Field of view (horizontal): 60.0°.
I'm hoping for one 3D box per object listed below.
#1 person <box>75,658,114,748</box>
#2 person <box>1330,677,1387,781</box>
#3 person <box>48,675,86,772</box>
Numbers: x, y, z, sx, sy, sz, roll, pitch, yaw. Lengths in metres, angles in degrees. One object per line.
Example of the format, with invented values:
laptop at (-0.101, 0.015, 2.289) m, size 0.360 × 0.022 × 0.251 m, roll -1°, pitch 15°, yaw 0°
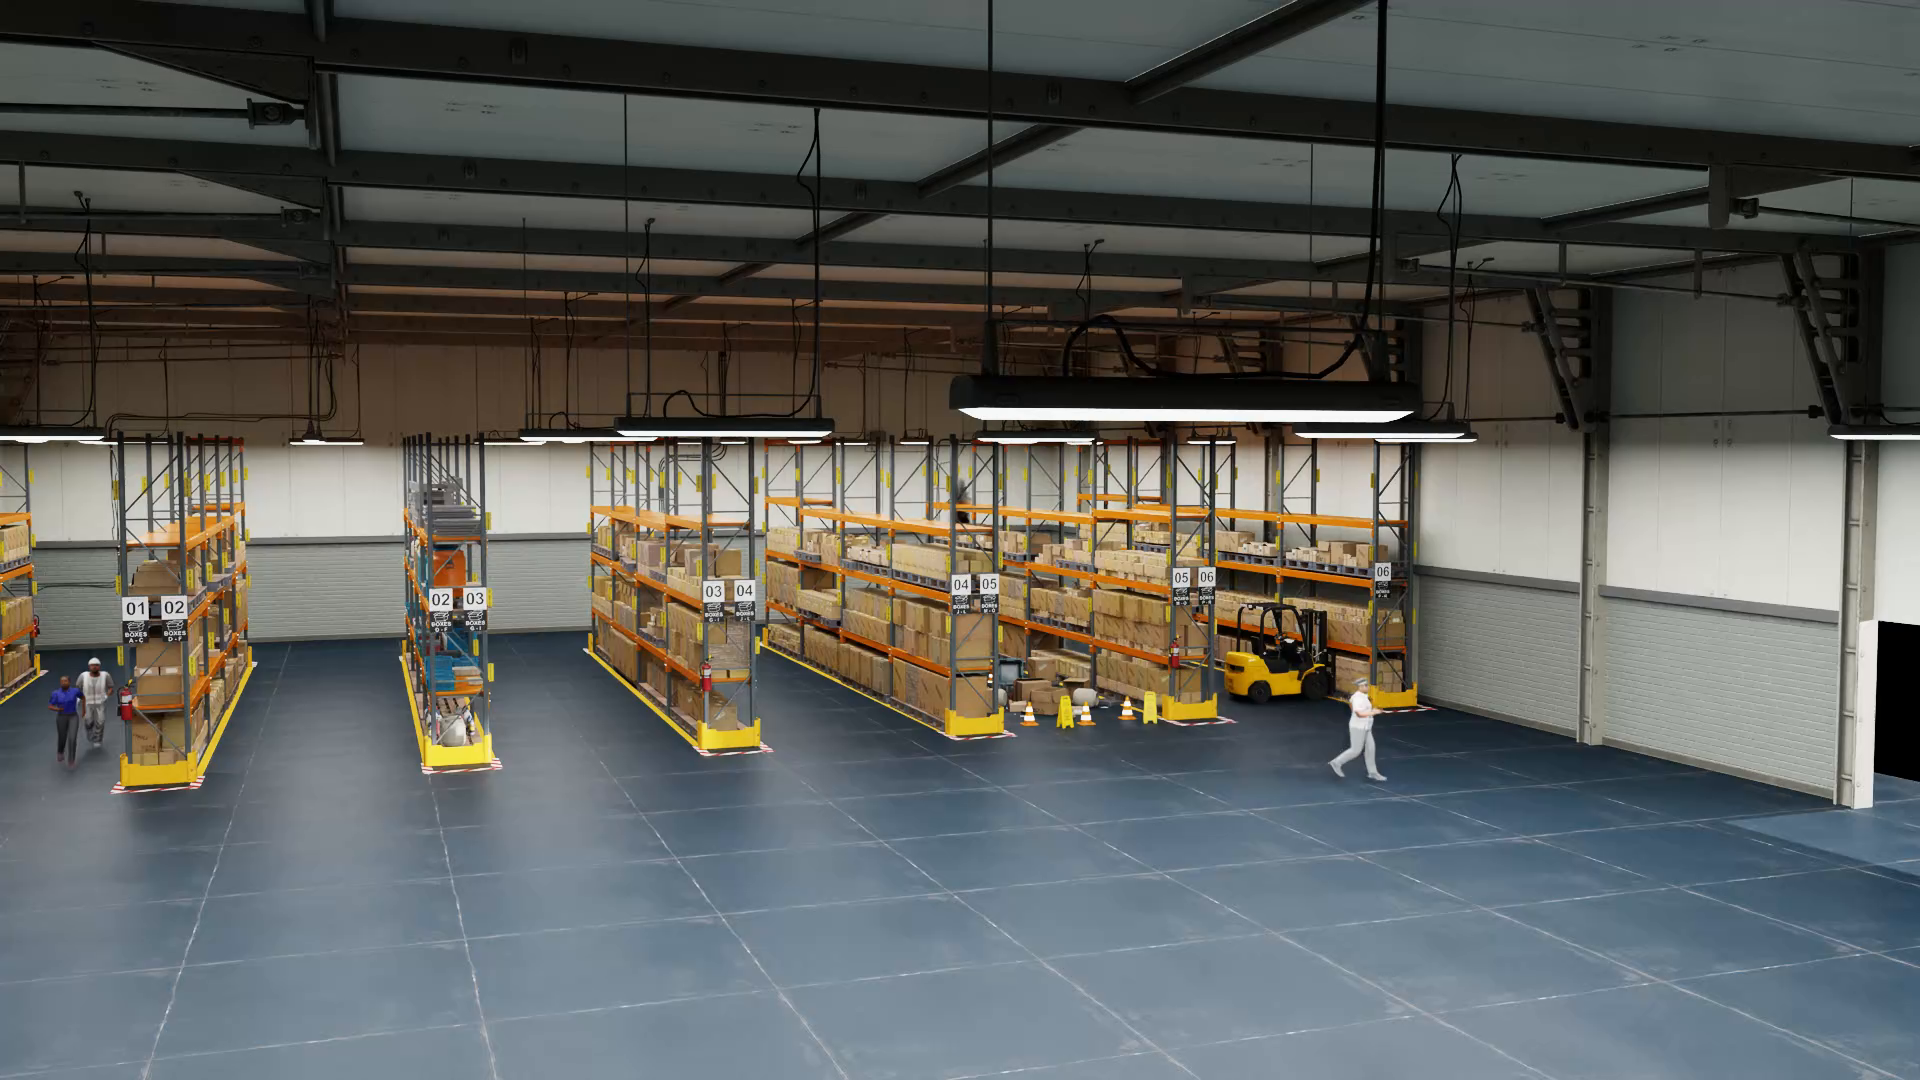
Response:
person at (-16.461, 3.104, 31.628) m, size 0.679 × 1.726 × 0.636 m, roll -2°, pitch 4°, yaw -27°
person at (6.859, 3.226, 28.579) m, size 0.950 × 1.774 × 0.682 m, roll 1°, pitch 3°, yaw 24°
person at (-15.981, 3.246, 29.784) m, size 0.587 × 1.684 × 0.934 m, roll -2°, pitch 4°, yaw -26°
